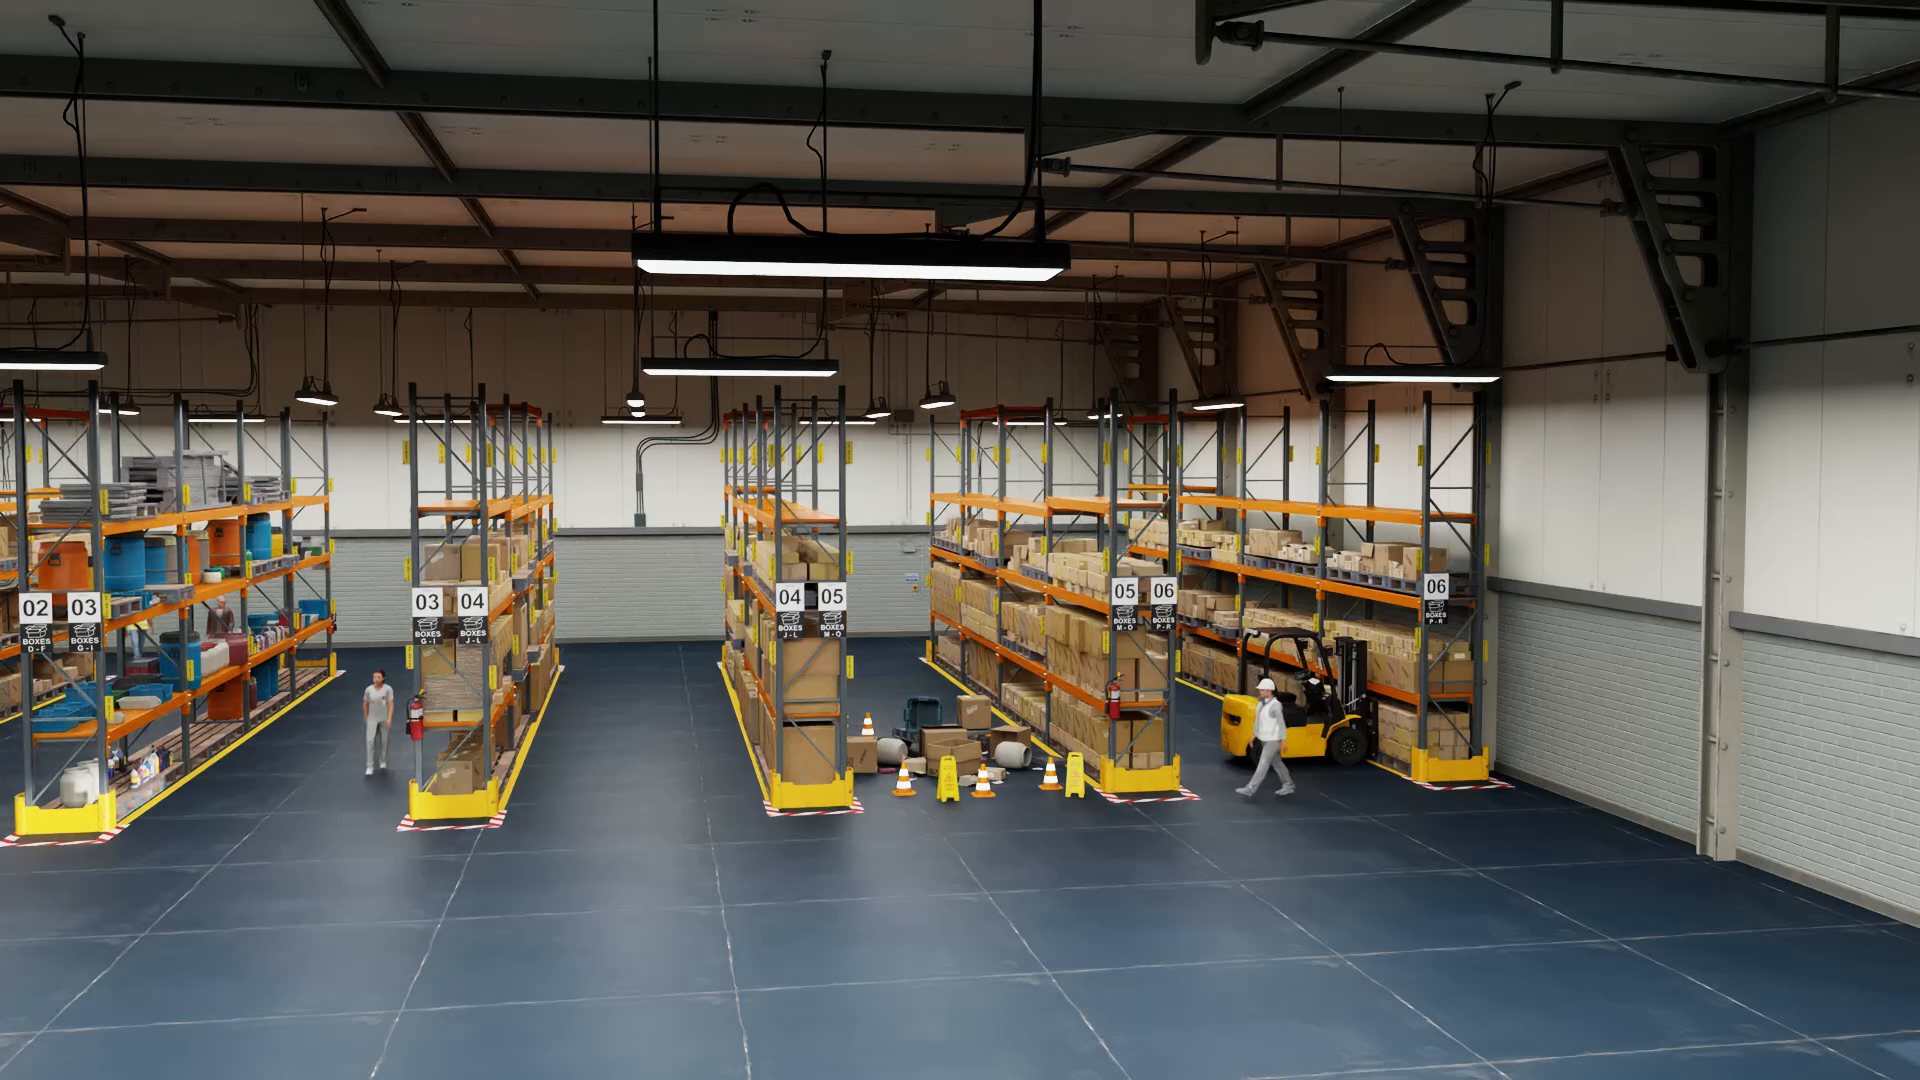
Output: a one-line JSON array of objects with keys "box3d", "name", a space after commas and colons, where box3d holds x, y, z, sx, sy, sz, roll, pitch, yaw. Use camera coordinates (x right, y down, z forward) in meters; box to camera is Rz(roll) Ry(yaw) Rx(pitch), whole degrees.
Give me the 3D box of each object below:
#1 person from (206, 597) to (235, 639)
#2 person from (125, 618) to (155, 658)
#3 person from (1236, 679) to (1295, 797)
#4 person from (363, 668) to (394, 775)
[{"box3d": [-16.929, 2.206, 38.013, 0.618, 1.792, 0.787, -1, 3, -19], "name": "person"}, {"box3d": [-19.538, 2.125, 39.549, 0.642, 1.702, 1.121, -2, 4, -37], "name": "person"}, {"box3d": [4.436, 2.885, 24.284, 1.033, 1.717, 0.555, -1, 3, -14], "name": "person"}, {"box3d": [-9.143, 2.838, 26.174, 0.456, 1.623, 0.964, -1, 3, -21], "name": "person"}]
